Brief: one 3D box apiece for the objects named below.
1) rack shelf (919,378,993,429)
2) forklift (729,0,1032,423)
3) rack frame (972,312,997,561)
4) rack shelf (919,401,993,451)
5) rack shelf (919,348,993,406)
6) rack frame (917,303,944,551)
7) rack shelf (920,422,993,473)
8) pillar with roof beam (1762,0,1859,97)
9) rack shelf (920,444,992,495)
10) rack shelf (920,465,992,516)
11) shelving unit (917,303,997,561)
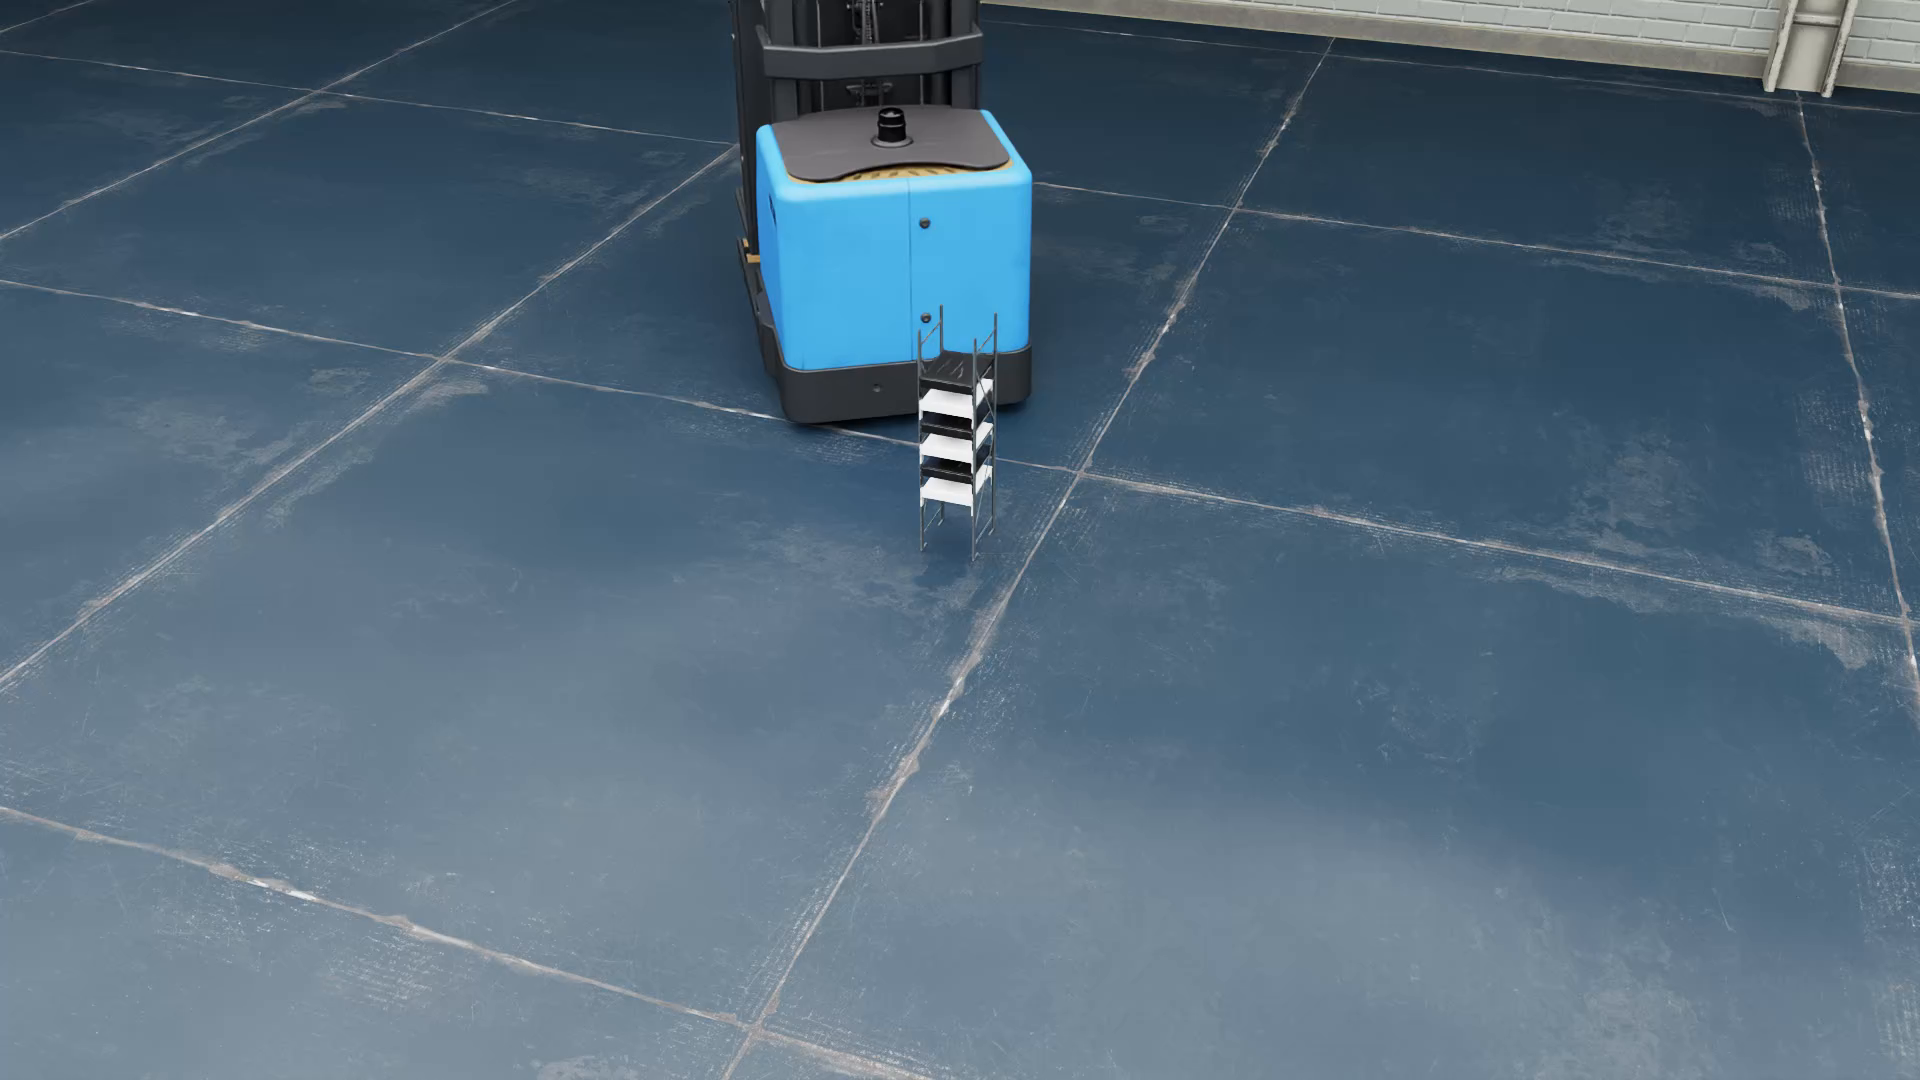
[{"bbox_3d":[-0.008,-0.503,5.929,0.200,0.077,0.258,11,34,16],"label":"rack shelf"},{"bbox_3d":[-0.501,-2.503,7.424,1.130,2.935,3.031,-6,33,-10],"label":"forklift"},{"bbox_3d":[0.088,-0.361,5.979,0.006,0.900,0.240,11,34,16],"label":"rack frame"},{"bbox_3d":[-0.008,-0.427,5.977,0.200,0.077,0.258,11,34,16],"label":"rack shelf"},{"bbox_3d":[-0.008,-0.578,5.880,0.200,0.077,0.258,11,34,16],"label":"rack shelf"},{"bbox_3d":[-0.103,-0.398,6.037,0.006,0.900,0.240,11,34,16],"label":"rack frame"},{"bbox_3d":[-0.008,-0.352,6.026,0.200,0.077,0.258,11,34,16],"label":"rack shelf"},{"bbox_3d":[3.984,-4.527,4.965,0.400,9.000,9.100,11,34,16],"label":"pillar with roof beam"},{"bbox_3d":[-0.008,-0.276,6.075,0.200,0.077,0.258,11,34,16],"label":"rack shelf"},{"bbox_3d":[-0.008,-0.200,6.124,0.200,0.077,0.258,11,34,16],"label":"rack shelf"},{"bbox_3d":[-0.008,-0.380,6.008,0.210,0.900,0.258,11,34,16],"label":"shelving unit"}]
